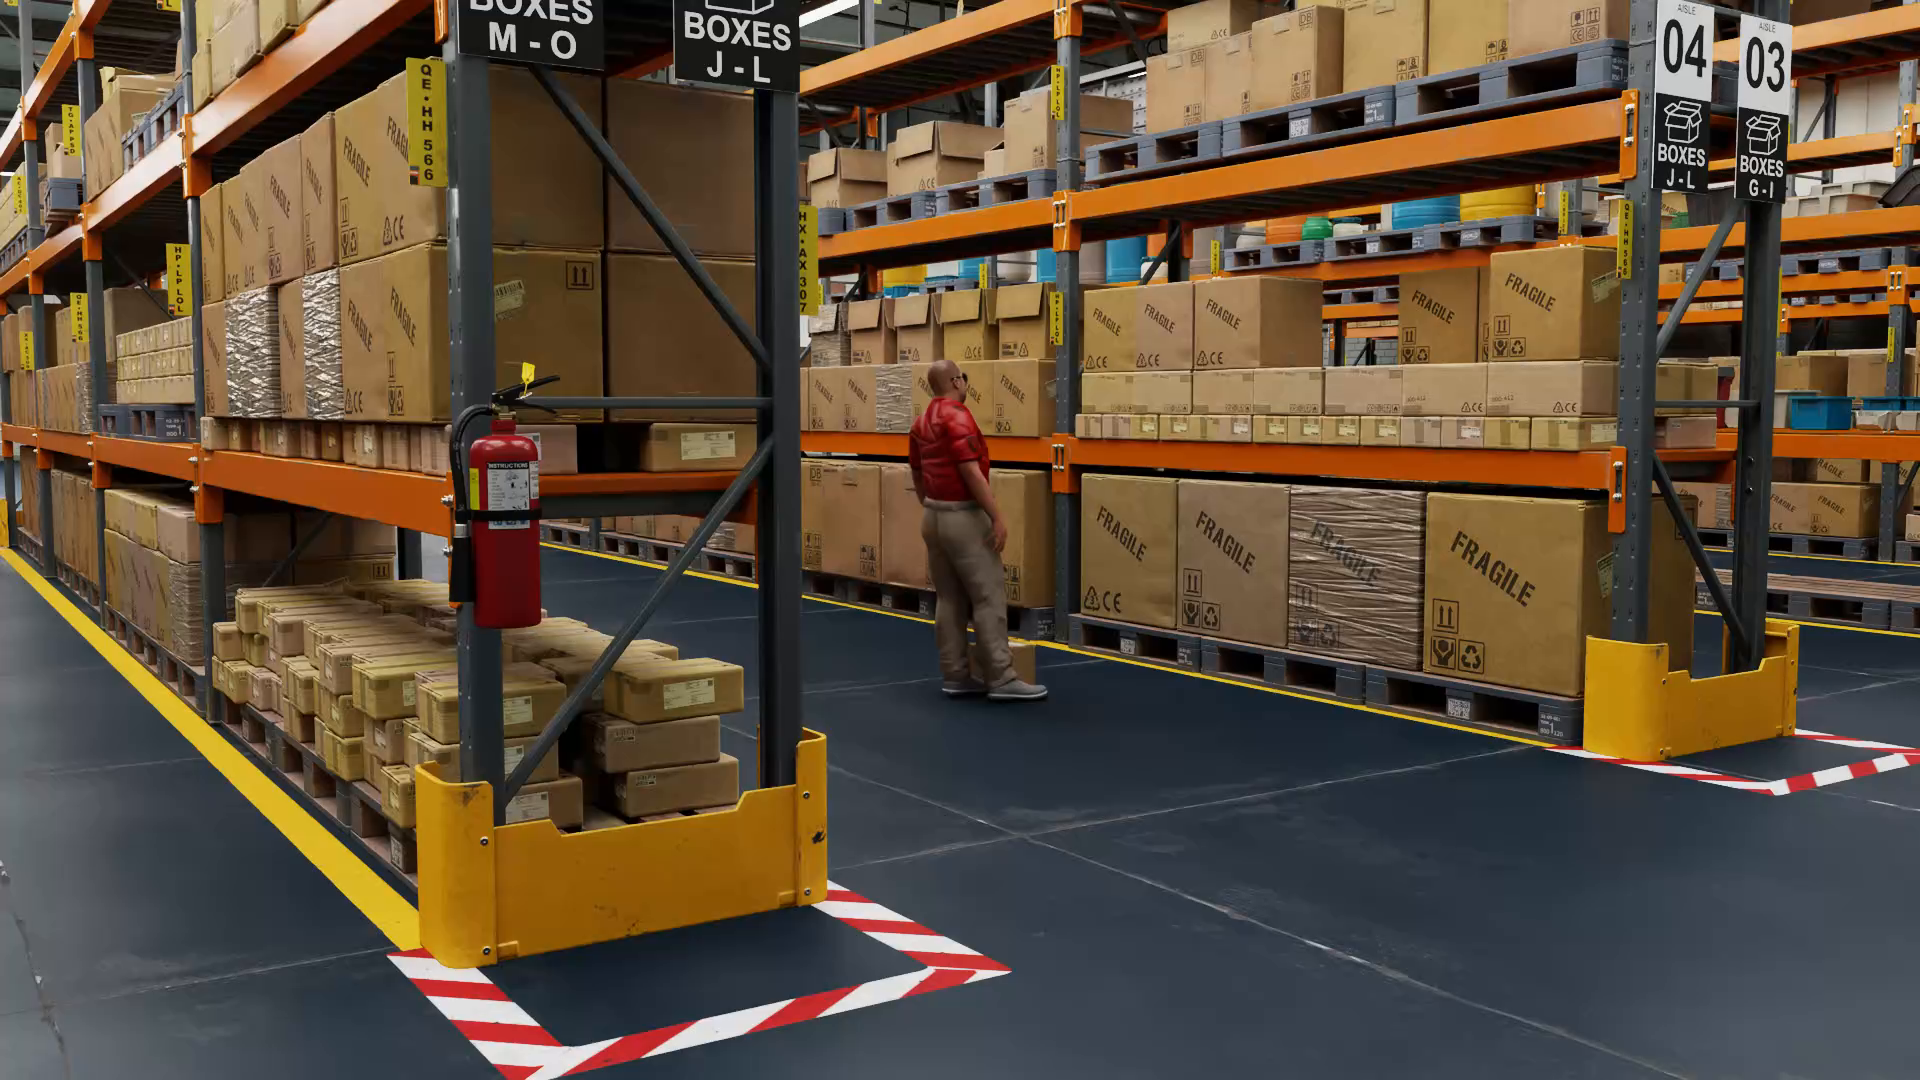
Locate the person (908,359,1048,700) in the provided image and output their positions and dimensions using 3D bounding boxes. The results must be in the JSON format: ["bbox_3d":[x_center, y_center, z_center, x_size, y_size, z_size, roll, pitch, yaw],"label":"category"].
[{"bbox_3d":[0.073,-0.060,8.559,0.551,1.727,0.635,-3,6,-34],"label":"person"}]
